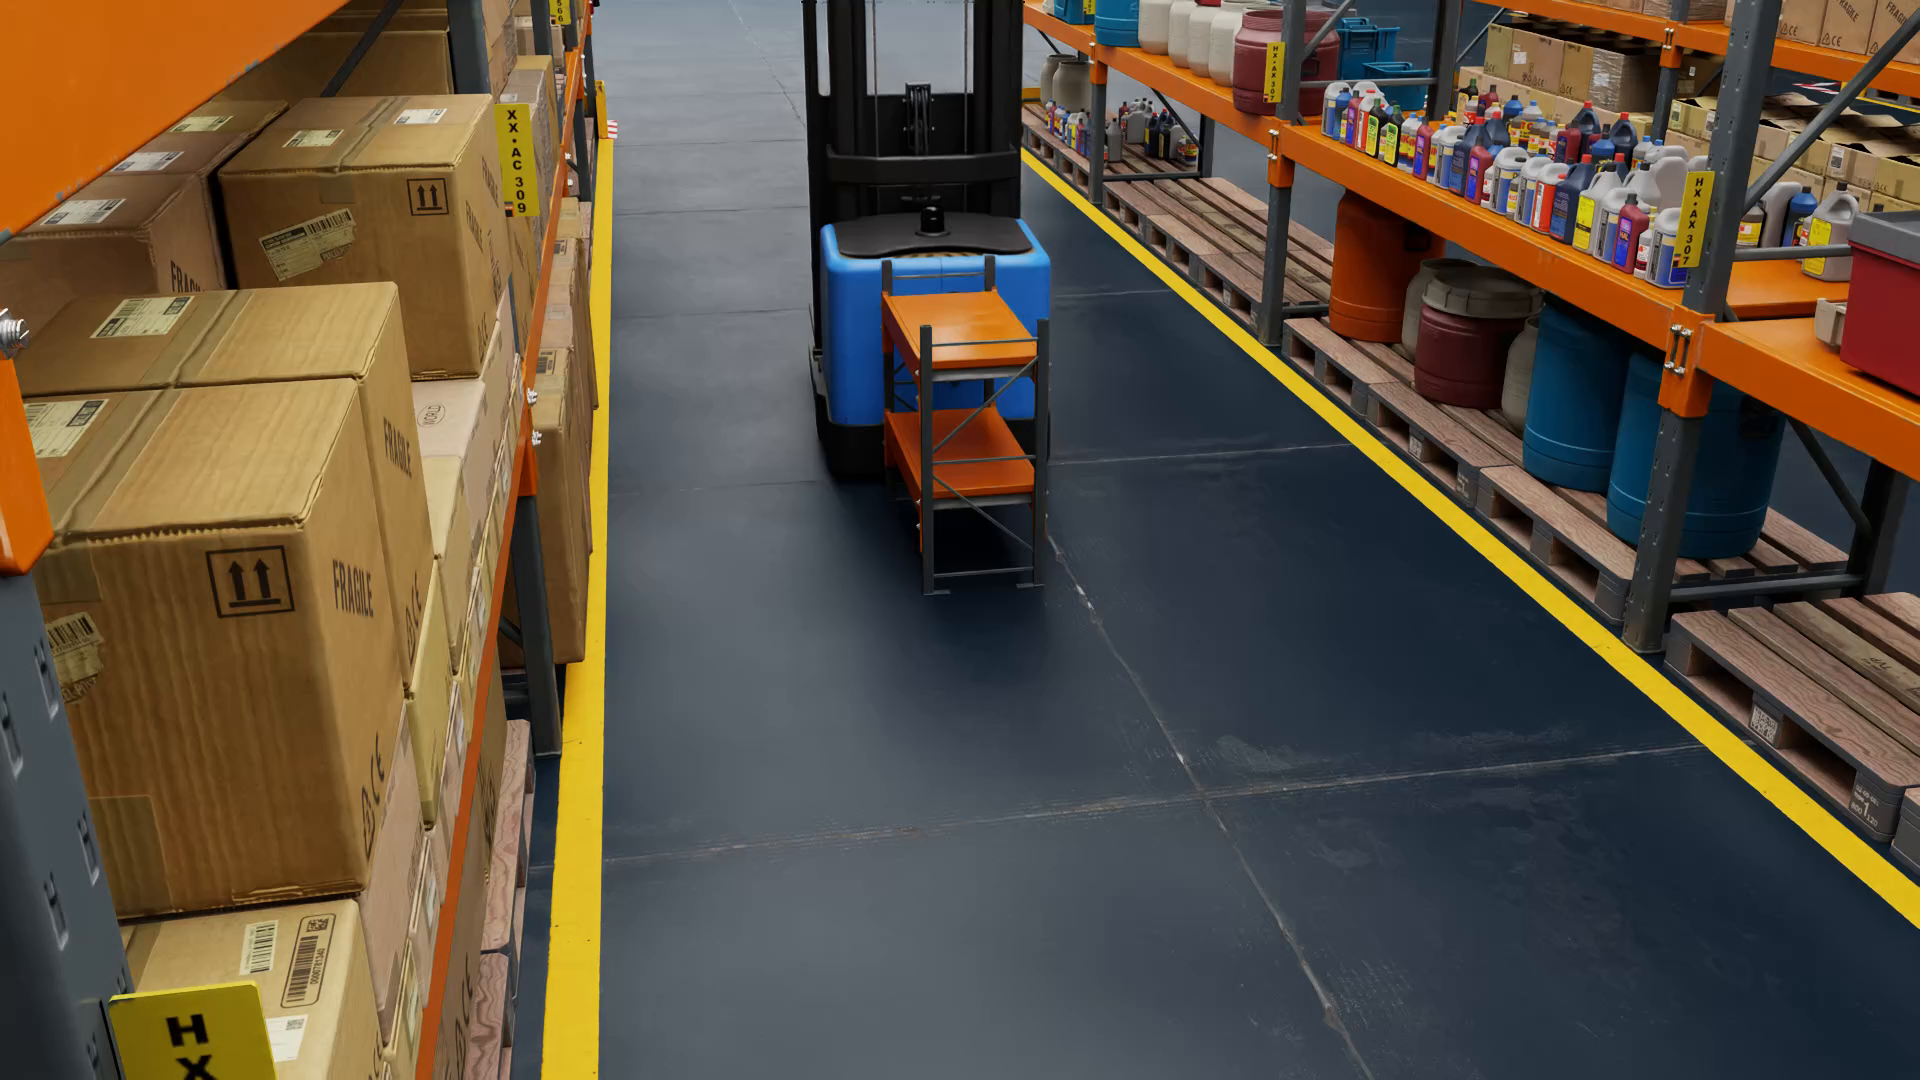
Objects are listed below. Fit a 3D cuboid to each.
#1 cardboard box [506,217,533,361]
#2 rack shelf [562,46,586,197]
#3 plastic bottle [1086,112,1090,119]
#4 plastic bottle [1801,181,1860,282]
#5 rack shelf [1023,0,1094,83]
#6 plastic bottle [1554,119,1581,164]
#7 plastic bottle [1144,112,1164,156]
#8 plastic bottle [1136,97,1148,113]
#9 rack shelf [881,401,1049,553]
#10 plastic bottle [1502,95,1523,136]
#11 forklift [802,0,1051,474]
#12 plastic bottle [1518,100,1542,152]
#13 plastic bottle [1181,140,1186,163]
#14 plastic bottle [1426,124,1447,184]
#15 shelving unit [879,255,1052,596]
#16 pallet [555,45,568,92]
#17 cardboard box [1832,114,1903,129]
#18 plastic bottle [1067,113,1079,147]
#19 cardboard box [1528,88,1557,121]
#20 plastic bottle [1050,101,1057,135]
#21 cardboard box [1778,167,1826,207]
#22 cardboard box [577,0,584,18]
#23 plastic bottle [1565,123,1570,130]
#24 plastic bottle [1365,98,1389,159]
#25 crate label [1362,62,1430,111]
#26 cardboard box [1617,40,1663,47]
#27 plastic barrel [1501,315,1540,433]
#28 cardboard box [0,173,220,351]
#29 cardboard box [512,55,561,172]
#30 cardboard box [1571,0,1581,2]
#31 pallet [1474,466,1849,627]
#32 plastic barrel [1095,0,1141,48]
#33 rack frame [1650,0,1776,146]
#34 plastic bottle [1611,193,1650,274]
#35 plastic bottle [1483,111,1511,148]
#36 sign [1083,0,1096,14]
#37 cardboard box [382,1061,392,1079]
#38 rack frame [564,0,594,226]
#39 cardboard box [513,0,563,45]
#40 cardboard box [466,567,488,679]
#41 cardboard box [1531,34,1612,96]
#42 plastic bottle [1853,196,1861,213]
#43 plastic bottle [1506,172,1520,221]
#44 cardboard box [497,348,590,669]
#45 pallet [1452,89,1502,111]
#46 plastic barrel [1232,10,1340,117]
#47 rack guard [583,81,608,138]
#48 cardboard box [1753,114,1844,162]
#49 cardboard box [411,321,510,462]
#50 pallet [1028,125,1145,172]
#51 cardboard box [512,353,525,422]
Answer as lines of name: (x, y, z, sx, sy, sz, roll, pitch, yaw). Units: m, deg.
cardboard box: (-1.679, -0.878, 5.387, 0.500, 0.500, 0.500, -4, 24, -10)
rack shelf: (-2.949, -2.663, 10.498, 1.077, 0.370, 4.000, -4, 24, -10)
plastic bottle: (1.130, -3.609, 14.611, 0.061, 0.283, 0.133, -4, 24, -10)
plastic bottle: (3.274, -1.155, 6.208, 0.144, 0.351, 0.185, -4, 24, -10)
rack shelf: (1.179, -4.603, 14.940, 1.077, 0.370, 4.000, -4, 24, -10)
plastic bottle: (2.887, -1.858, 7.903, 0.061, 0.283, 0.133, -4, 24, -10)
plastic bottle: (1.666, -3.471, 14.210, 0.144, 0.351, 0.185, -4, 24, -10)
plastic bottle: (1.660, -3.796, 14.954, 0.144, 0.351, 0.185, -3, 24, -8)
rack shelf: (0.001, -0.289, 7.117, 0.538, 0.278, 1.000, -4, 24, -10)
plastic bottle: (2.865, -2.172, 8.636, 0.097, 0.271, 0.097, 0, 24, 0)
forklift: (-0.262, -2.207, 8.641, 1.130, 2.935, 3.031, -3, 24, -6)
plastic bottle: (2.901, -2.095, 8.460, 0.097, 0.271, 0.097, 0, 24, 0)
plastic bottle: (1.902, -3.263, 13.919, 0.097, 0.201, 0.097, 0, 24, 0)
plastic bottle: (2.259, -1.817, 7.824, 0.097, 0.271, 0.097, 0, 24, 0)
shelving unit: (0.001, -0.513, 7.019, 0.538, 1.125, 1.048, -4, 24, -10)
pallet: (-2.985, -2.894, 10.367, 1.003, 0.211, 1.213, -4, 24, -10)
cardboard box: (6.967, -3.162, 12.951, 0.500, 0.311, 0.500, -4, 24, -10)
plastic bottle: (1.025, -3.598, 14.594, 0.152, 0.276, 0.135, -4, 24, -9)
cardboard box: (5.834, -4.199, 16.028, 0.500, 0.250, 0.500, -4, 24, -10)
plastic bottle: (0.862, -3.849, 15.160, 0.061, 0.283, 0.133, -4, 24, -9)
cardboard box: (6.534, -2.661, 12.507, 0.500, 0.250, 0.500, -4, 24, -9)
cardboard box: (-3.399, -4.342, 12.948, 0.875, 0.500, 0.500, -4, 24, -10)
plastic bottle: (2.994, -1.942, 8.094, 0.061, 0.283, 0.133, -4, 24, -10)
plastic bottle: (2.117, -2.087, 8.426, 0.061, 0.283, 0.133, -4, 24, -10)
crate label: (2.579, -2.689, 9.869, 0.303, 0.233, 0.416, -4, 24, -10)
cardboard box: (6.455, -4.386, 15.518, 0.500, 0.500, 0.500, -4, 24, -10)
plastic barrel: (2.797, -0.774, 7.858, 0.421, 0.512, 0.421, 0, 24, 0)
cardboard box: (-1.818, -0.438, 3.384, 0.500, 0.500, 0.500, -5, 24, -11)
cardboard box: (-2.244, -2.076, 8.130, 0.500, 0.500, 0.500, -4, 24, -8)
cardboard box: (6.041, -5.337, 15.597, 0.700, 0.500, 0.500, -4, 24, -8)
pallet: (2.927, -0.028, 7.050, 1.003, 0.211, 1.213, -4, 24, -10)
plastic barrel: (1.323, -4.201, 12.495, 0.600, 0.901, 0.708, -4, 24, -10)
rack frame: (6.418, -4.511, 13.831, 1.000, 3.000, 0.127, -4, 24, -10)
plastic bottle: (2.550, -1.164, 6.314, 0.061, 0.283, 0.133, -4, 24, -10)
plastic bottle: (2.458, -1.811, 7.711, 0.144, 0.351, 0.185, -4, 24, -10)
sign: (1.006, -4.236, 12.856, 0.100, 0.325, 0.005, -4, 24, -10)
cardboard box: (-0.890, 0.791, 2.005, 0.380, 0.149, 0.250, -5, 24, -11)
rack frame: (-3.318, -3.779, 12.155, 1.000, 3.000, 0.127, -4, 24, -10)
cardboard box: (-2.907, -3.344, 10.505, 0.797, 0.503, 0.637, -2, 24, -4)
cardboard box: (-1.177, 0.184, 3.395, 0.380, 0.149, 0.250, -4, 24, -9)
cardboard box: (5.833, -4.543, 15.877, 0.500, 0.500, 0.500, -4, 24, -10)
plastic bottle: (3.355, -1.174, 6.336, 0.061, 0.283, 0.133, -4, 24, -10)
plastic bottle: (2.404, -1.478, 7.134, 0.097, 0.201, 0.097, 0, 24, 0)
cardboard box: (-1.977, -0.102, 5.865, 1.225, 0.875, 0.875, -4, 24, -10)
pallet: (5.861, -4.509, 17.310, 1.003, 0.211, 1.213, -4, 24, -10)
plastic barrel: (1.905, -2.795, 9.732, 0.600, 0.536, 0.708, -4, 24, -10)
rack guard: (-4.044, -4.177, 16.190, 1.175, 0.500, 0.348, -4, 24, -10)
cardboard box: (6.434, -3.119, 12.853, 0.500, 0.311, 0.500, -5, 24, -11)
cardboard box: (-1.401, -0.342, 4.102, 0.500, 0.250, 0.500, -4, 24, -8)
pallet: (1.237, -3.616, 15.266, 1.003, 0.211, 1.213, -4, 24, -10)
cardboard box: (-1.461, -0.422, 4.782, 0.380, 0.149, 0.250, -4, 24, -9)
